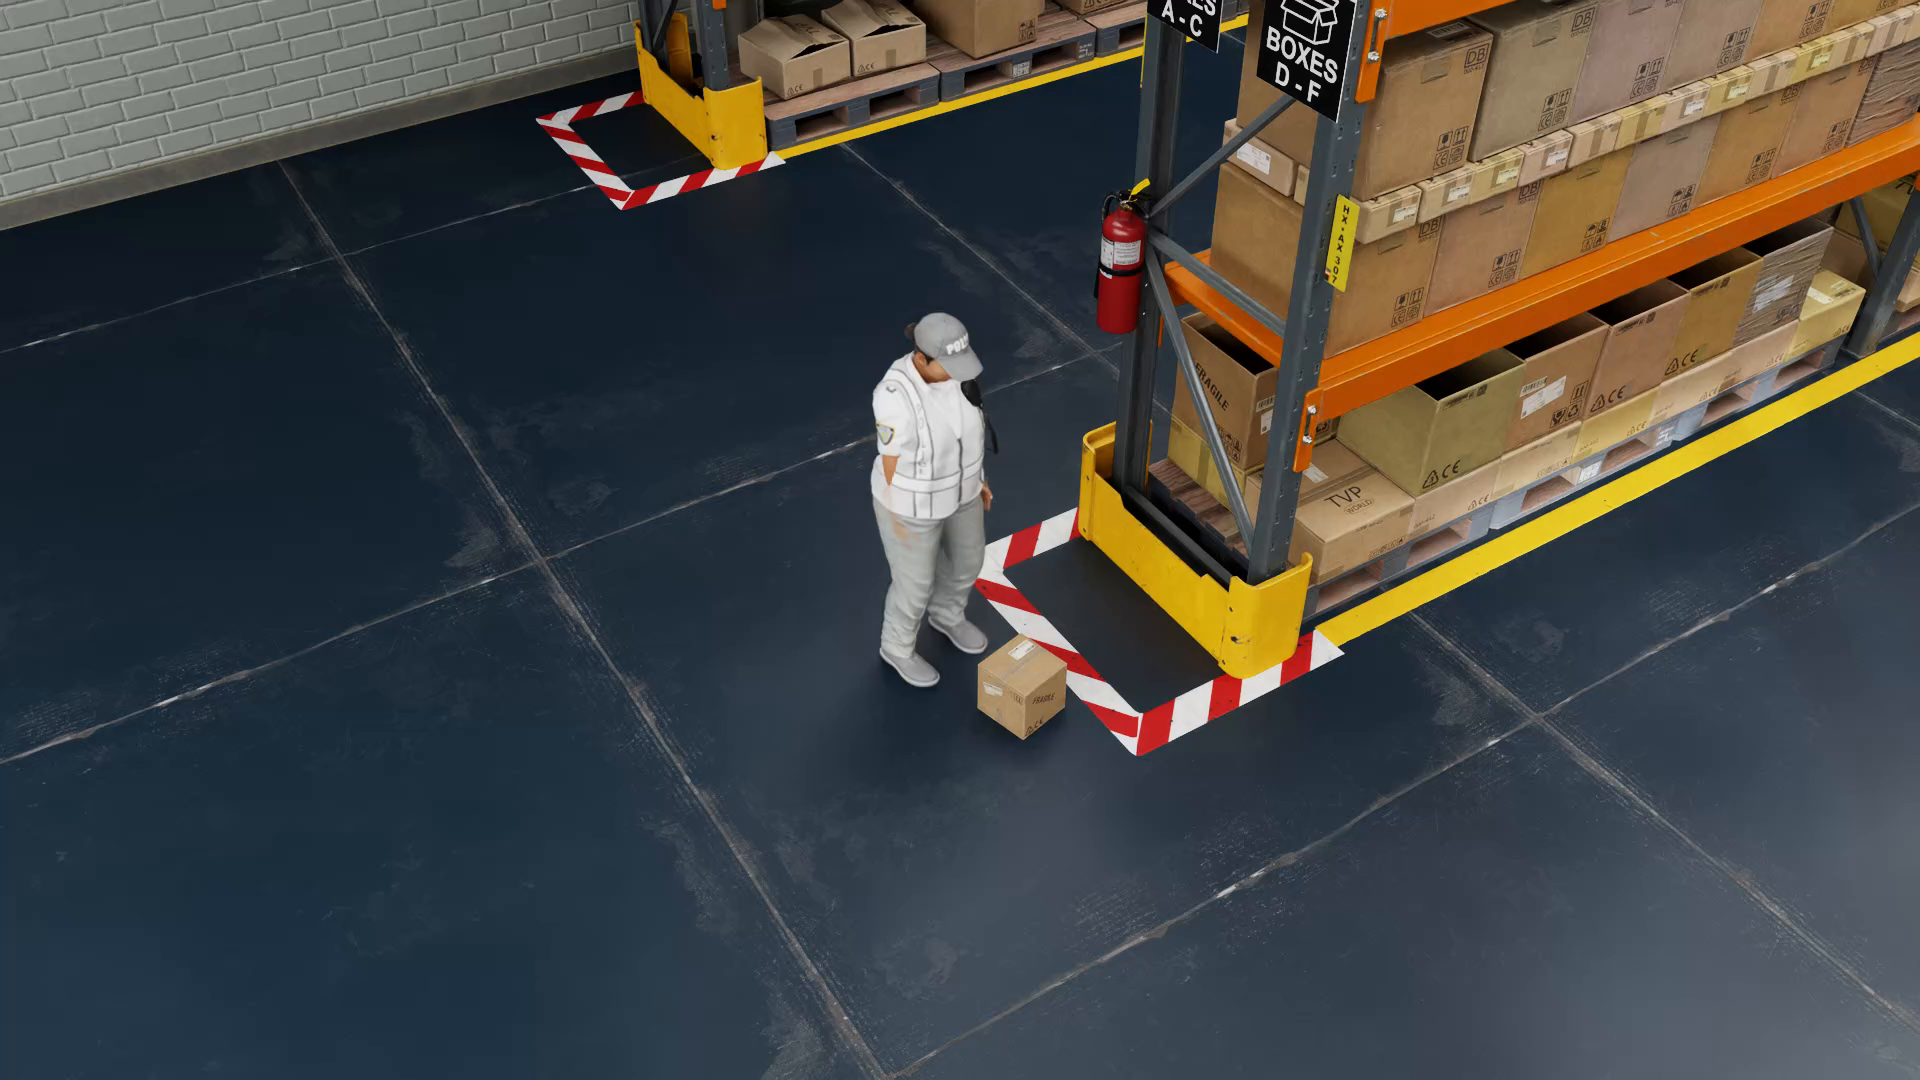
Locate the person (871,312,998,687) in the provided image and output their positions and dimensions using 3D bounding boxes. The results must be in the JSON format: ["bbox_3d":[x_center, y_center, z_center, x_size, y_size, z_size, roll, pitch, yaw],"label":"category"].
[{"bbox_3d":[-0.095,-0.174,6.374,0.476,1.650,0.401,-33,51,-32],"label":"person"}]
